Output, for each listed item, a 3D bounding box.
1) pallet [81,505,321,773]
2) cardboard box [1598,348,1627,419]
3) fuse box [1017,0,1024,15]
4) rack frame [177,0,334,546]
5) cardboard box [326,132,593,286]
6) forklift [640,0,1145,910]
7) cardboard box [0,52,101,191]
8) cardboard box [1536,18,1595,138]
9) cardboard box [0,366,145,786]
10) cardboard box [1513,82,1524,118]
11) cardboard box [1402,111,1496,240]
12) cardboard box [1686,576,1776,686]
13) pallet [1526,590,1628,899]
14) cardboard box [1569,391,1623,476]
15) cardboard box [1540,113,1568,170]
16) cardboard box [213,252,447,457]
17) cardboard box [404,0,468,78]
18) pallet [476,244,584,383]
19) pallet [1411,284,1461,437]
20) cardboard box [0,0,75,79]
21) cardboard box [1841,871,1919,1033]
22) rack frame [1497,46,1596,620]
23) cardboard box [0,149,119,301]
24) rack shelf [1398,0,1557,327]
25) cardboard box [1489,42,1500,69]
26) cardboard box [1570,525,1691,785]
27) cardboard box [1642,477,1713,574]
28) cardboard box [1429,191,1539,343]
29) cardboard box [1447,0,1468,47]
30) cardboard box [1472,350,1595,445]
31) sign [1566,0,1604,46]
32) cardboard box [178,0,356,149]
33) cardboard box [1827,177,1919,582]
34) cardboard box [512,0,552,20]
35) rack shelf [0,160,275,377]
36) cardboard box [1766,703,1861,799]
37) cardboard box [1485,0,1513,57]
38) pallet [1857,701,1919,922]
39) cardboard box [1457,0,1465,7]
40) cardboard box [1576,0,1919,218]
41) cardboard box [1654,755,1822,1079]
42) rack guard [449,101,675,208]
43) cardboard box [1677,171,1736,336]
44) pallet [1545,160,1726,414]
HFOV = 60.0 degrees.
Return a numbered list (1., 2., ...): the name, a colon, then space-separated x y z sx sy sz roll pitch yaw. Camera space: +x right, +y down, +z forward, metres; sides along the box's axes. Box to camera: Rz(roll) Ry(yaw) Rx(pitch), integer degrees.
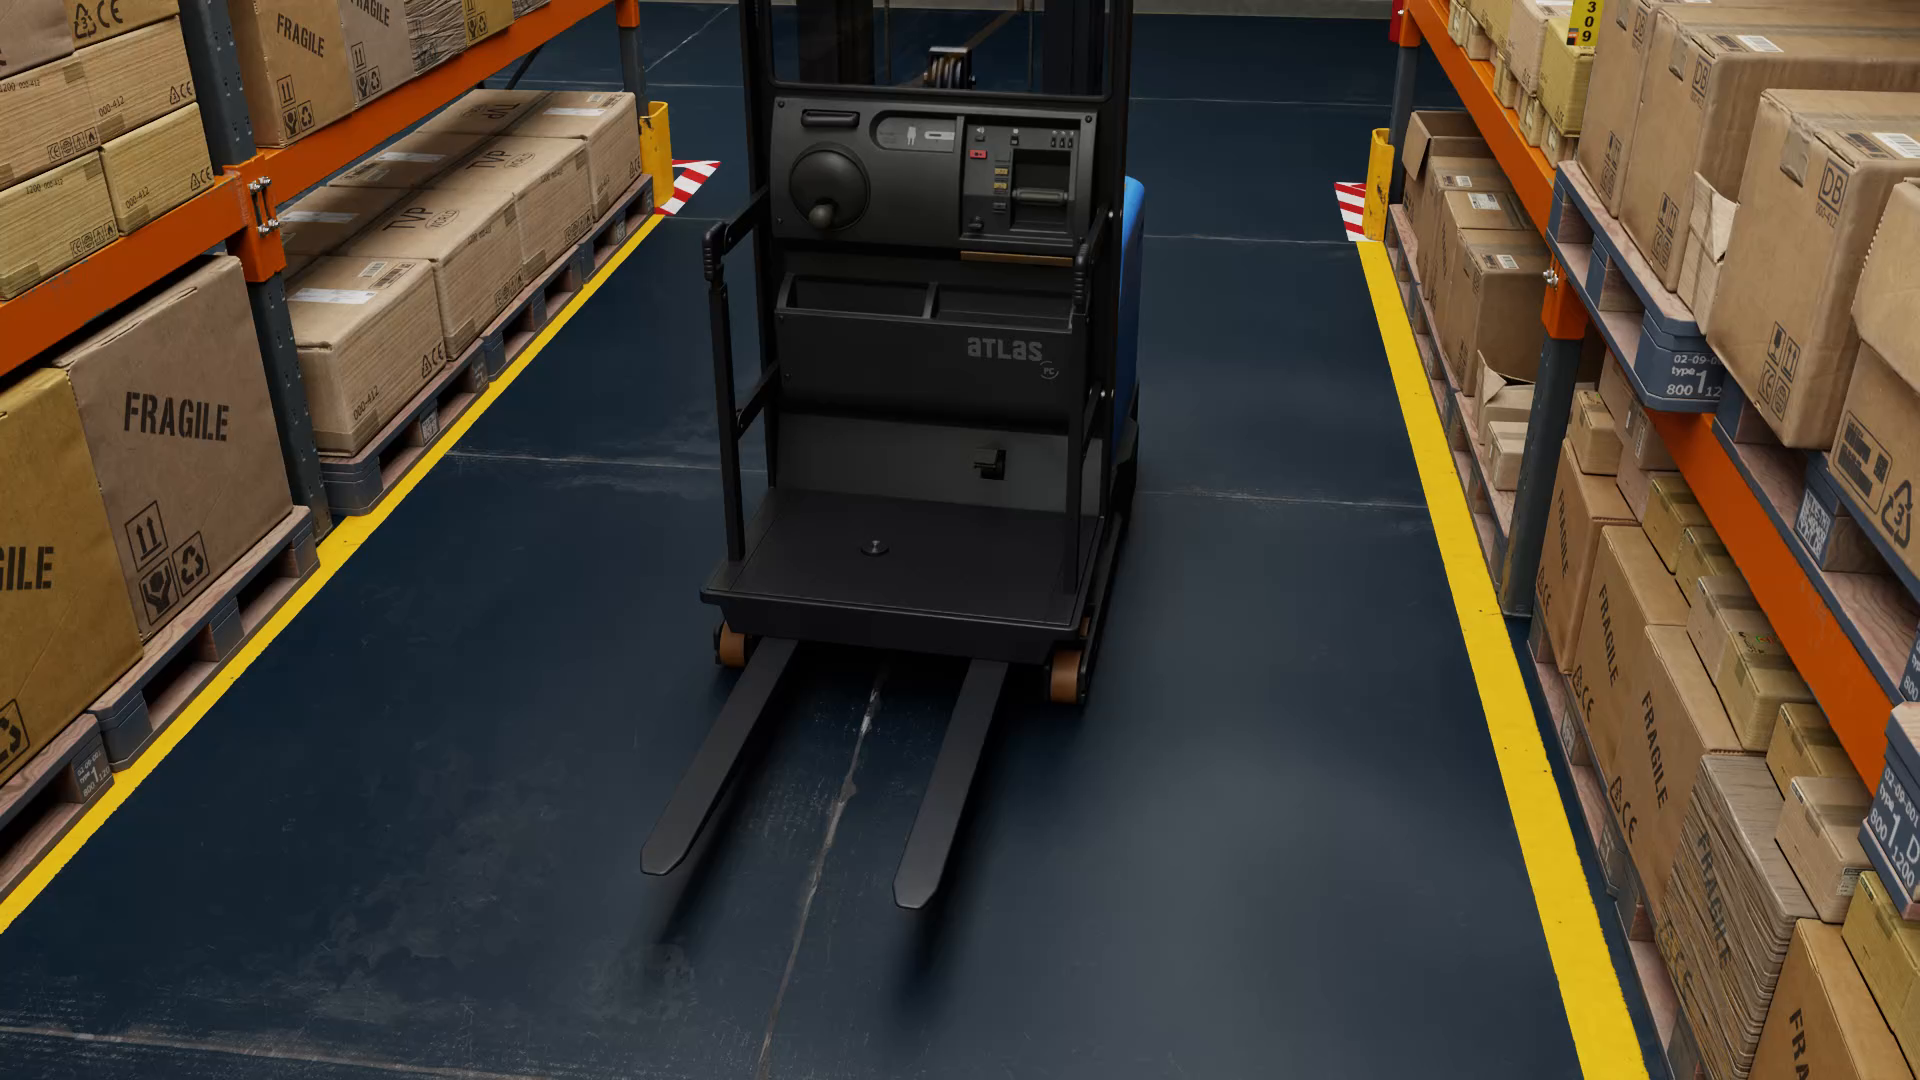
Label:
1. pallet: -2.715 0.236 5.089 1.003 0.211 1.213 3 28 6
2. cardboard box: 1.983 -0.416 4.555 0.380 0.149 0.250 3 28 5
3. fuse box: 0.529 -5.140 13.486 0.539 1.711 0.414 3 28 6
4. rack frame: -2.695 -1.359 5.110 1.000 3.000 0.127 3 28 6
5. cardboard box: -2.291 -1.551 7.725 0.875 0.438 0.875 4 29 8
6. forklift: -0.121 -1.000 4.515 1.130 2.935 3.031 5 29 10
7. cardboard box: -2.562 -1.056 4.178 0.500 0.250 0.500 4 29 7
8. cardboard box: 2.052 -1.391 5.014 0.500 0.250 0.500 4 29 7
9. cardboard box: -2.795 0.114 4.174 0.875 0.875 0.875 4 29 8
10. cardboard box: 2.097 -1.496 5.629 0.380 0.149 0.250 4 29 8
11. cardboard box: 2.552 -1.759 8.041 0.797 0.503 0.637 2 28 4
12. cardboard box: 1.858 0.213 3.701 0.380 0.149 0.250 3 28 6
13. pallet: 2.169 0.540 4.524 1.003 0.211 1.213 3 28 6
14. cardboard box: 1.923 -0.289 4.633 0.380 0.149 0.250 5 29 9
15. cardboard box: 2.030 -1.250 5.173 0.380 0.149 0.250 4 29 8
16. cardboard box: -2.512 -0.705 6.155 0.875 0.438 0.875 3 28 5
17. cardboard box: -2.245 -2.079 6.341 0.500 0.500 0.500 4 29 7
18. pallet: -2.378 -1.061 7.496 1.003 0.211 1.213 3 28 6
19. pallet: 2.463 -0.744 6.908 1.003 0.211 1.213 3 28 6
20. cardboard box: -2.557 -1.374 3.979 0.500 0.500 0.500 4 29 7
21. cardboard box: 1.736 0.703 2.792 0.380 0.149 0.250 3 28 5
22. rack frame: 2.231 -1.072 4.578 1.000 3.000 0.127 3 28 6
23. cardboard box: -2.564 -0.828 4.282 0.500 0.250 0.500 3 28 5
24. rack shelf: 2.476 -1.697 6.496 1.077 0.370 4.000 3 28 6
25. cardboard box: 2.226 -1.852 6.290 0.380 0.149 0.250 3 28 6
26. cardboard box: 1.893 0.309 4.206 0.500 0.500 0.500 3 28 6
27. cardboard box: 1.946 -0.033 4.157 0.380 0.149 0.250 2 28 4
28. cardboard box: 2.245 -1.114 6.848 0.500 0.500 0.500 4 29 7
29. cardboard box: 2.202 -2.102 6.754 0.380 0.149 0.250 3 28 5
30. cardboard box: 2.052 -0.501 5.957 0.396 0.266 0.258 4 29 8
31. sign: 1.692 -1.481 4.424 0.100 0.325 0.005 3 28 6
32. cardboard box: -2.378 -1.609 5.468 0.500 0.500 0.500 4 29 8
33. cardboard box: 1.758 -0.199 2.405 0.797 0.503 0.637 3 28 5
34. cardboard box: -2.131 -2.565 7.244 0.500 0.500 0.500 4 29 8
35. rack shelf: -2.941 -0.101 3.533 1.077 0.370 4.000 3 28 6
36. cardboard box: 1.821 0.458 3.246 0.380 0.149 0.250 3 29 6
37. cardboard box: 2.172 -1.862 5.888 0.500 0.250 0.500 3 28 6
38. pallet: 1.755 0.572 1.728 1.213 0.211 1.003 3 28 6
39. cardboard box: 2.278 -2.346 6.787 0.500 0.250 0.500 3 28 5
40. cardboard box: 1.950 -1.087 4.056 0.700 0.500 0.500 4 29 7
41. cardboard box: 1.758 0.788 3.318 0.500 0.500 0.500 2 28 4
42. rack guard: -2.202 -2.153 9.219 1.175 0.500 0.348 3 28 6
43. cardboard box: 1.680 -0.566 3.338 0.396 0.266 0.258 5 29 9
44. pallet: 2.025 -0.618 3.937 1.003 0.211 1.213 3 28 6
